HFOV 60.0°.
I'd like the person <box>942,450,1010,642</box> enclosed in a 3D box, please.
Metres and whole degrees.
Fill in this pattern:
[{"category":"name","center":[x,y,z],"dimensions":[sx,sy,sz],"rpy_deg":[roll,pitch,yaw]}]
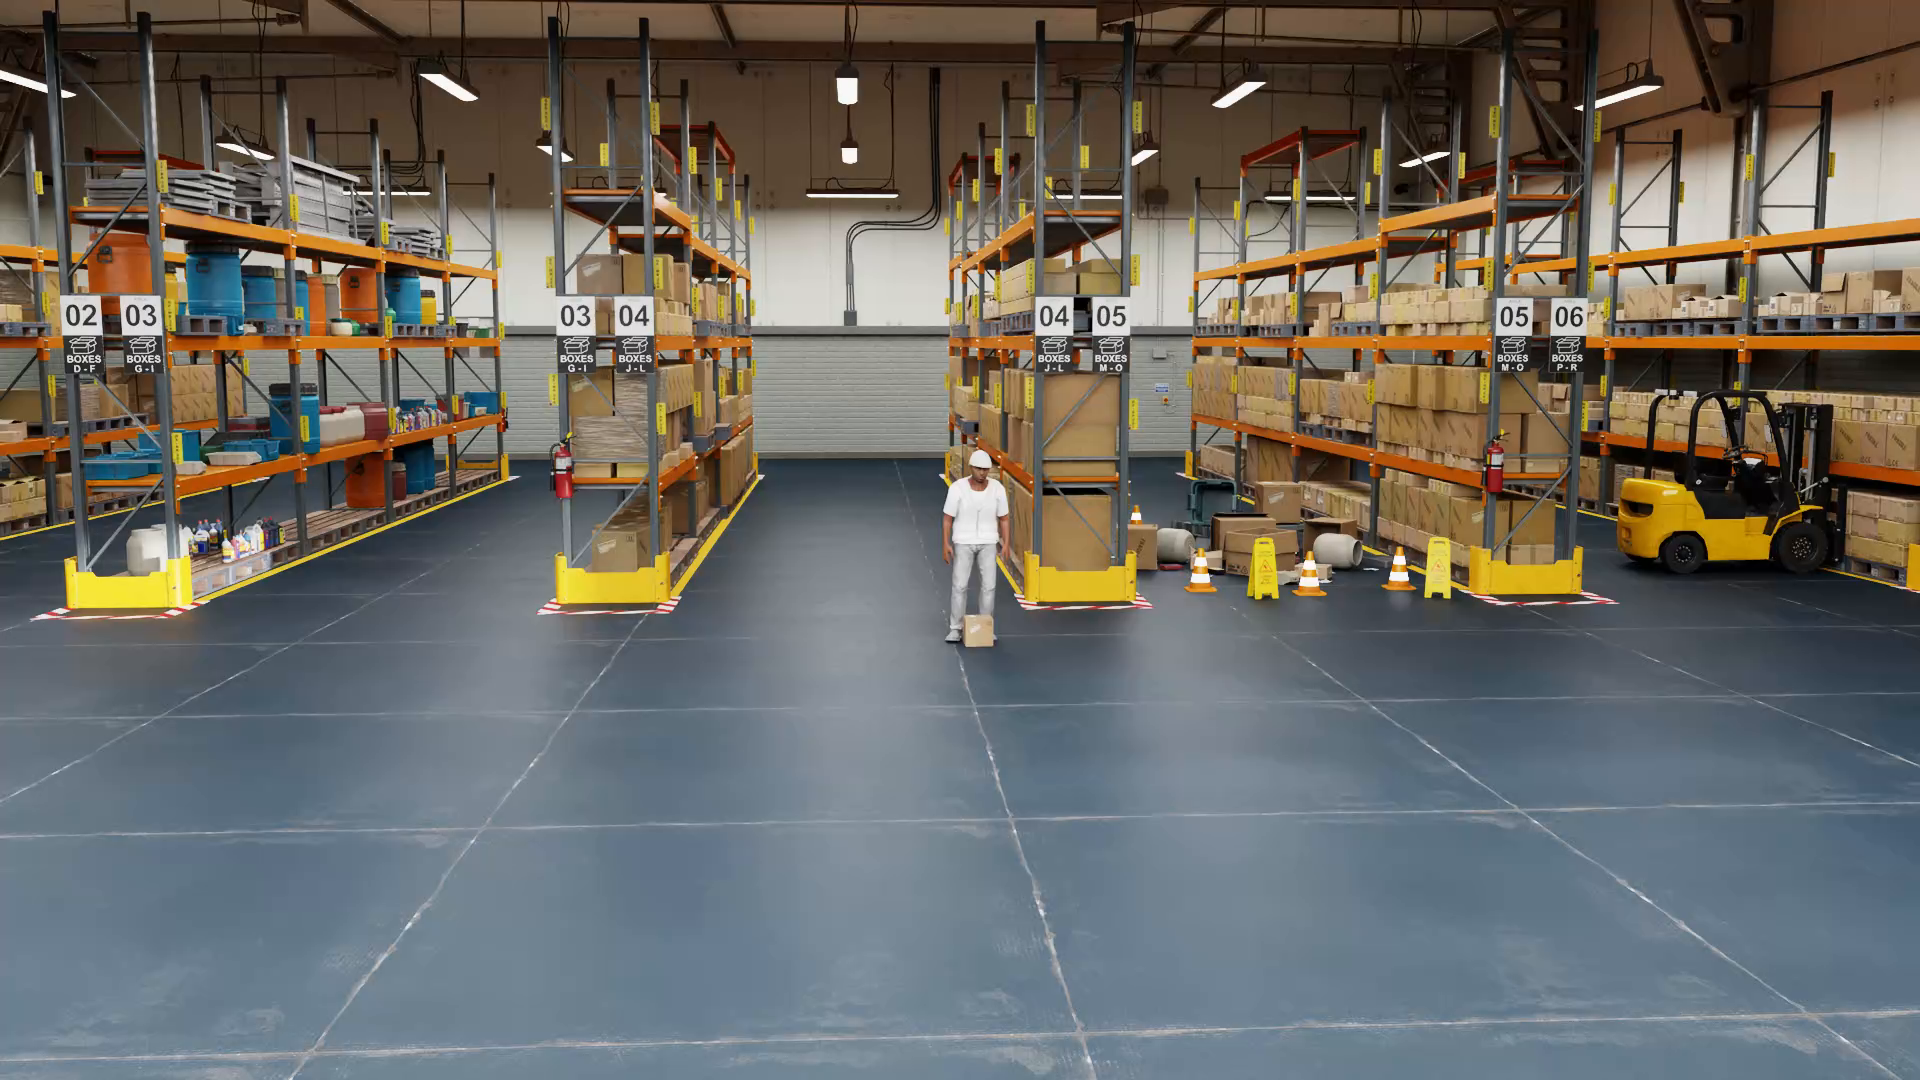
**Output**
[{"category":"person","center":[0.151,0.050,15.254],"dimensions":[0.634,1.759,0.460],"rpy_deg":[-1,7,-7]}]
